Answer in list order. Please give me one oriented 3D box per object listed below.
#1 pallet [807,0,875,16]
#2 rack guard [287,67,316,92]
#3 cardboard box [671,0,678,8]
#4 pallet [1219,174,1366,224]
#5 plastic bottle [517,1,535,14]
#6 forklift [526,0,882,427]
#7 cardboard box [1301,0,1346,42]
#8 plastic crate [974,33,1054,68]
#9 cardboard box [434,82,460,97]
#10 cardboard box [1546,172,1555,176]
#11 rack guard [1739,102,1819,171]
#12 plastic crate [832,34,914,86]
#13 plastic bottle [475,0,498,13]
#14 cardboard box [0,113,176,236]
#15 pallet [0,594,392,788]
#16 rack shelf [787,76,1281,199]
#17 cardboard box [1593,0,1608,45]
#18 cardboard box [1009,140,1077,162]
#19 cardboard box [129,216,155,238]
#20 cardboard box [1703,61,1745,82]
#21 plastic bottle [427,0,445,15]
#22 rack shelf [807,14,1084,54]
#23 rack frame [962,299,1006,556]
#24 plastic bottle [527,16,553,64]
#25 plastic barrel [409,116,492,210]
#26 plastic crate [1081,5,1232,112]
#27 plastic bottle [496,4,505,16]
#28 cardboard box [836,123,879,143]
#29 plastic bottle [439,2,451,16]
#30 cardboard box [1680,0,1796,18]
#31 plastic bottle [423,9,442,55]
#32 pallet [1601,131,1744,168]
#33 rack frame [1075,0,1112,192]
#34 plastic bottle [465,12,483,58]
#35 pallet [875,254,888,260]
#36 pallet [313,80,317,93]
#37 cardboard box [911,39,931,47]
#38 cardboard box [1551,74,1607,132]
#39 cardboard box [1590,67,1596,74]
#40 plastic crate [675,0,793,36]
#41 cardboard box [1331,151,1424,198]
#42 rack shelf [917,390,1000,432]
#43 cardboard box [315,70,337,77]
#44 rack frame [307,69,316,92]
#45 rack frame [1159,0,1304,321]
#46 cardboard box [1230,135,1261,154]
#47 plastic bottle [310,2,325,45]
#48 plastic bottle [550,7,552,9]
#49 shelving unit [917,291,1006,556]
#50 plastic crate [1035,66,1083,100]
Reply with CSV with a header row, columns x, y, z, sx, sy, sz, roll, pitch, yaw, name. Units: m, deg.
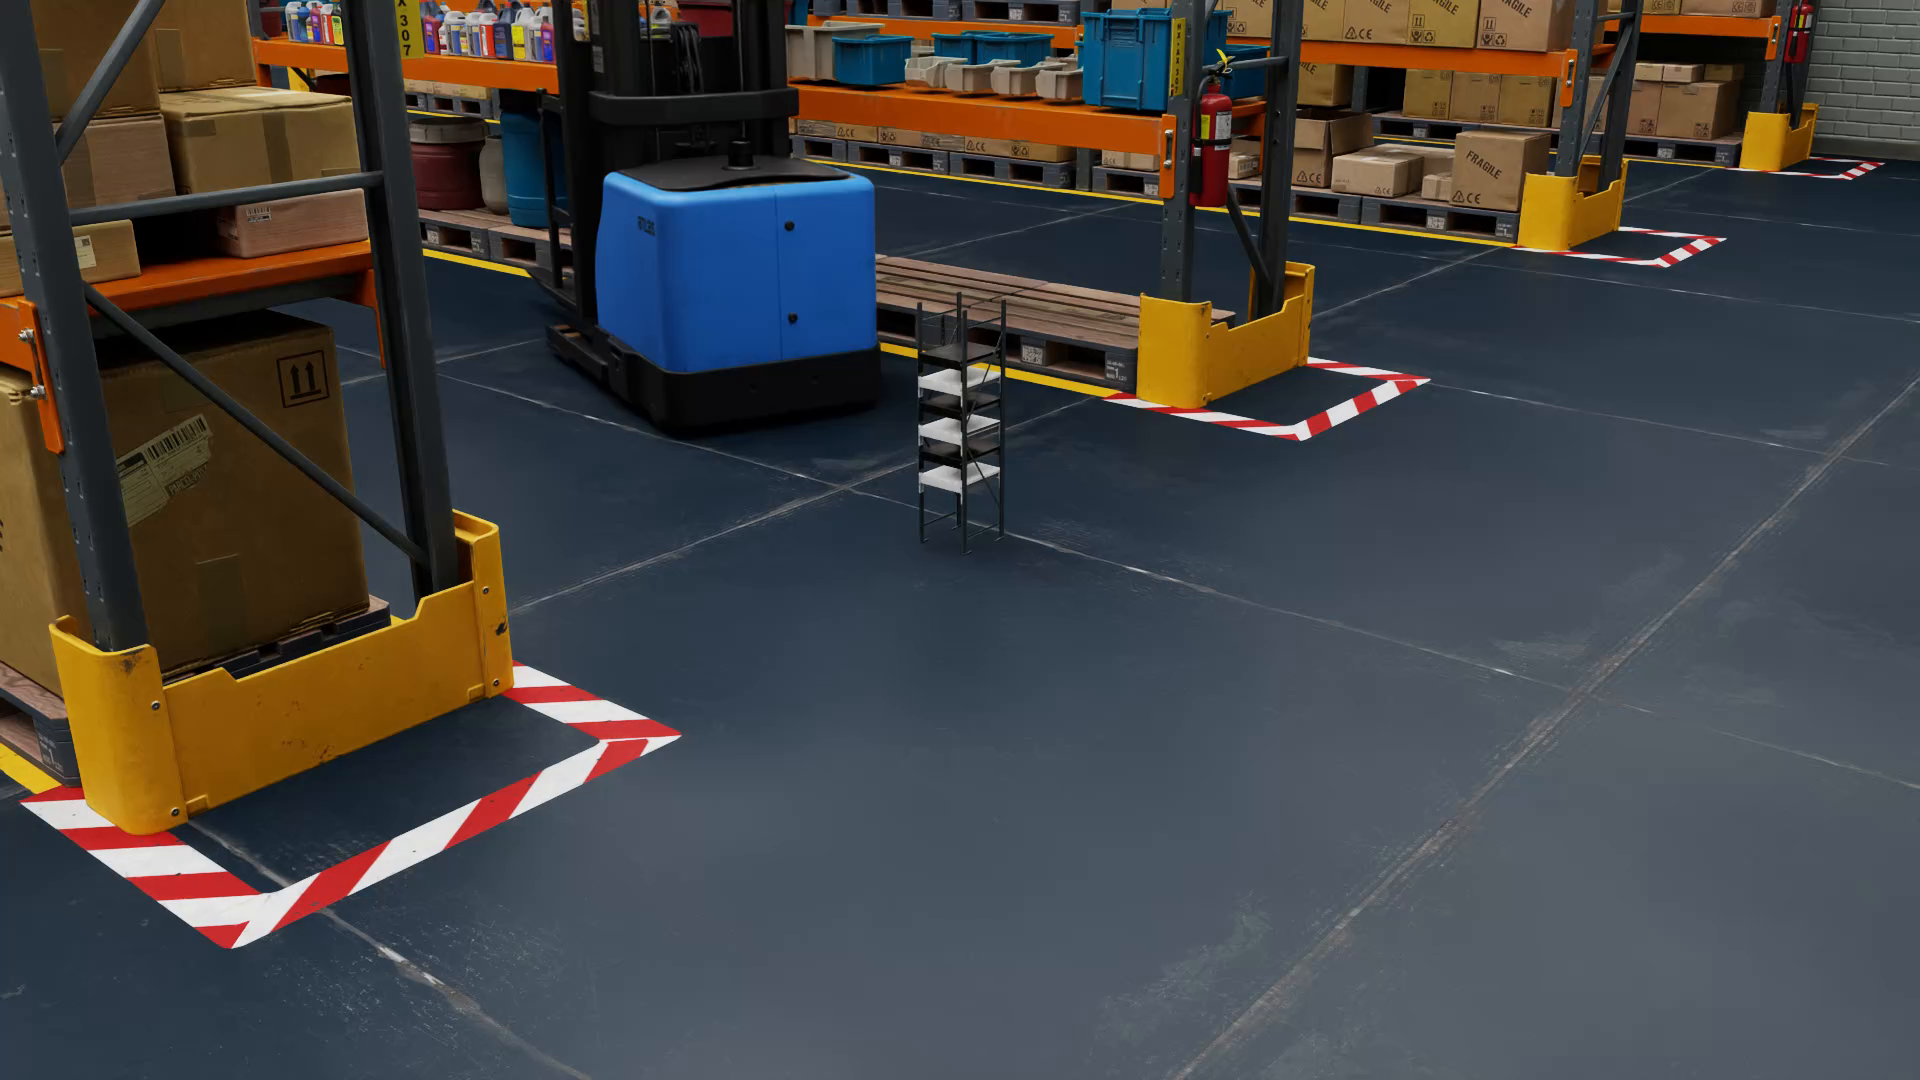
x,y,z,sx,sy,sz,roll,pitch,yaw,name
-1.199,-5.122,15.772,1.003,0.211,1.213,16,26,36,pallet
-7.985,-5.965,21.277,0.348,0.500,1.175,16,26,36,rack guard
-2.640,-5.352,16.465,0.250,0.149,0.380,16,26,36,cardboard box
2.811,-2.721,13.086,1.213,0.211,1.003,16,26,36,pallet
-2.775,-3.272,10.663,0.185,0.351,0.144,16,26,36,plastic bottle
-1.518,-2.344,8.231,1.130,2.935,3.031,-11,23,-27,forklift
2.733,-3.972,12.307,0.500,0.500,0.500,16,26,36,cardboard box
0.292,-2.595,8.950,0.300,0.233,0.416,16,26,36,plastic crate
-5.746,-5.304,19.285,0.500,0.250,0.500,16,26,36,cardboard box
4.322,-2.619,12.278,0.250,0.149,0.380,16,26,36,cardboard box
7.577,-3.739,15.375,0.348,0.500,1.175,16,26,36,rack guard
-0.458,-2.544,8.815,0.300,0.233,0.416,16,26,36,plastic crate
-3.338,-3.692,11.778,0.185,0.351,0.144,16,26,36,plastic bottle
-2.380,-0.957,4.245,0.500,0.250,0.500,16,26,35,cardboard box
-2.506,0.296,5.085,1.213,0.211,1.003,16,26,36,pallet
-0.255,-2.316,9.077,4.000,0.370,1.077,16,26,36,rack shelf
4.253,-3.777,11.791,0.500,0.500,0.500,17,26,37,cardboard box
0.767,-3.520,14.170,0.500,0.500,0.500,16,26,36,cardboard box
-2.302,-1.018,4.972,0.250,0.149,0.380,15,26,35,cardboard box
7.177,-4.400,15.614,0.250,0.149,0.380,16,26,37,cardboard box
-3.585,-3.508,11.290,0.185,0.351,0.144,16,26,36,plastic bottle
-0.219,-4.561,15.032,4.000,0.370,1.077,16,26,36,rack shelf
0.085,-0.397,5.944,0.006,0.900,0.240,16,26,36,rack frame
-2.597,-3.121,10.370,0.135,0.276,0.152,16,26,36,plastic bottle
-3.638,-2.703,11.906,0.708,0.588,0.600,16,26,36,plastic barrel
0.917,-2.274,7.813,0.499,0.435,0.616,16,26,36,plastic crate
-3.226,-3.620,11.682,0.133,0.283,0.061,16,26,36,plastic bottle
-0.802,-3.972,15.369,0.500,0.500,0.500,16,26,36,cardboard box
-3.762,-3.788,12.144,0.097,0.271,0.097,0,21,0,plastic bottle
7.157,-5.166,15.190,0.700,0.700,0.980,18,27,39,cardboard box
-3.480,-3.358,10.988,0.133,0.283,0.061,16,26,36,plastic bottle
6.890,-3.766,15.857,1.213,0.211,1.003,16,26,36,pallet
1.331,-4.452,13.722,0.127,3.000,1.000,16,26,36,rack frame
-3.092,-3.264,10.748,0.135,0.276,0.152,16,26,36,plastic bottle
-1.210,-1.640,10.219,1.213,0.211,1.003,16,26,36,pallet
-7.347,-5.665,20.891,1.213,0.211,1.003,16,26,36,pallet
-0.355,-6.242,21.388,0.500,0.500,0.700,16,26,37,cardboard box
6.176,-4.294,16.250,0.500,0.500,0.700,15,25,35,cardboard box
6.193,-4.683,16.363,0.250,0.149,0.380,16,26,37,cardboard box
-1.271,-2.889,9.402,0.583,0.464,0.402,16,26,36,plastic crate
3.136,-2.753,12.490,0.500,0.250,0.500,16,26,36,cardboard box
0.006,-0.472,5.985,0.200,0.077,0.258,16,26,36,rack shelf
-7.691,-5.858,20.754,0.500,0.250,0.500,16,26,36,cardboard box
-7.966,-7.129,20.821,0.127,3.000,1.000,16,26,36,rack frame
1.295,-2.206,7.767,0.127,3.000,1.000,16,26,36,rack frame
2.533,-3.183,13.544,0.500,0.311,0.500,16,26,36,cardboard box
-4.546,-3.666,11.803,0.133,0.283,0.061,16,26,36,plastic bottle
-2.819,-3.506,11.390,0.135,0.276,0.152,16,26,36,plastic bottle
0.006,-0.419,6.005,0.210,0.900,0.258,16,26,36,shelving unit
0.548,-2.243,8.154,0.243,0.136,0.396,16,26,36,plastic crate
